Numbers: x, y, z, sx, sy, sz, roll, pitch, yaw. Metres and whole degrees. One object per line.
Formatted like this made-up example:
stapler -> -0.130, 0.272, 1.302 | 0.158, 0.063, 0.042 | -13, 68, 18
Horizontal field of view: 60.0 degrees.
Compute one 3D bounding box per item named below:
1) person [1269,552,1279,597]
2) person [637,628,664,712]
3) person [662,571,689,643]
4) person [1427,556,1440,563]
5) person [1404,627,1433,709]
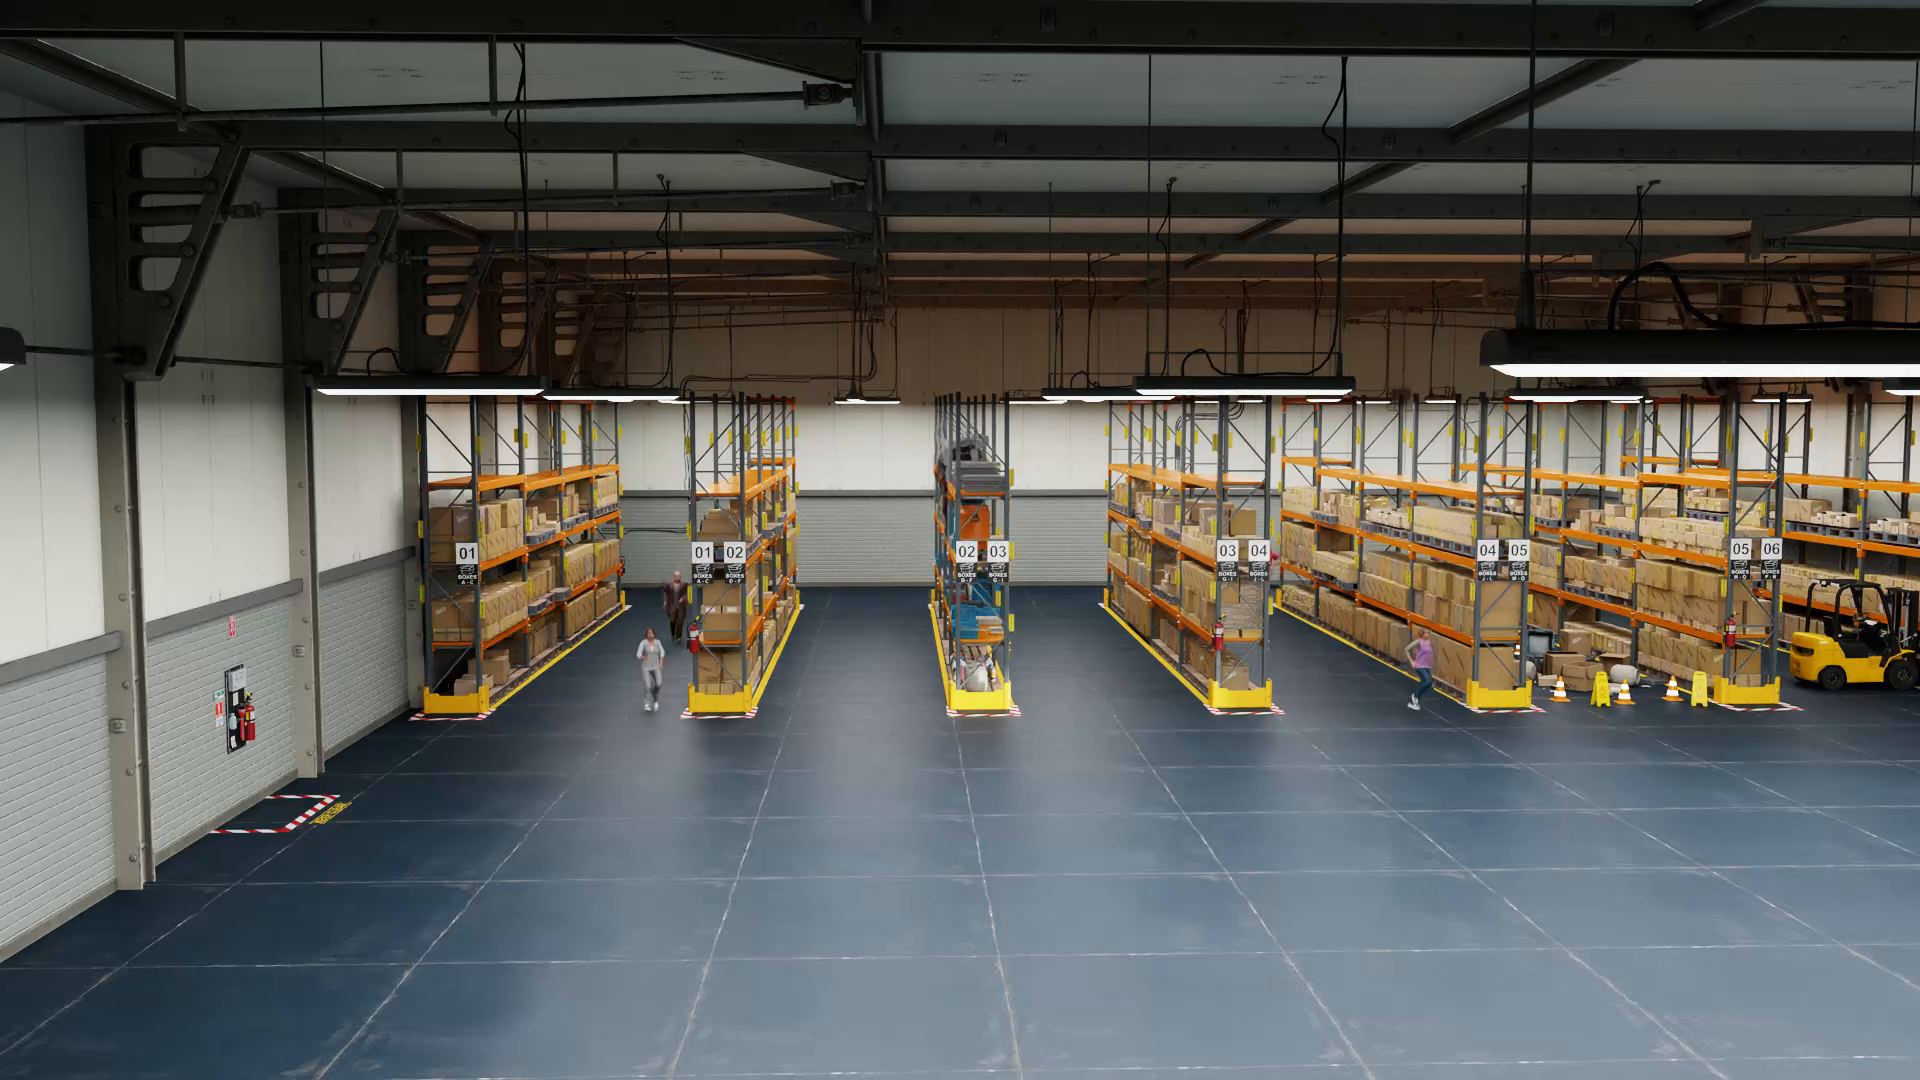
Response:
person -> 8.900, 0.945, 48.600 | 0.967, 1.700, 0.668 | -4, 6, -41
person -> -5.776, 2.437, 31.133 | 0.541, 1.597, 0.596 | -2, 5, -20
person -> -6.833, 1.628, 40.105 | 0.678, 1.745, 0.808 | -1, 5, -9
person -> 14.073, 0.908, 49.314 | 0.929, 1.760, 0.725 | 1, 5, 10
person -> 8.745, 2.424, 31.421 | 0.528, 1.548, 0.557 | -4, 6, -40
